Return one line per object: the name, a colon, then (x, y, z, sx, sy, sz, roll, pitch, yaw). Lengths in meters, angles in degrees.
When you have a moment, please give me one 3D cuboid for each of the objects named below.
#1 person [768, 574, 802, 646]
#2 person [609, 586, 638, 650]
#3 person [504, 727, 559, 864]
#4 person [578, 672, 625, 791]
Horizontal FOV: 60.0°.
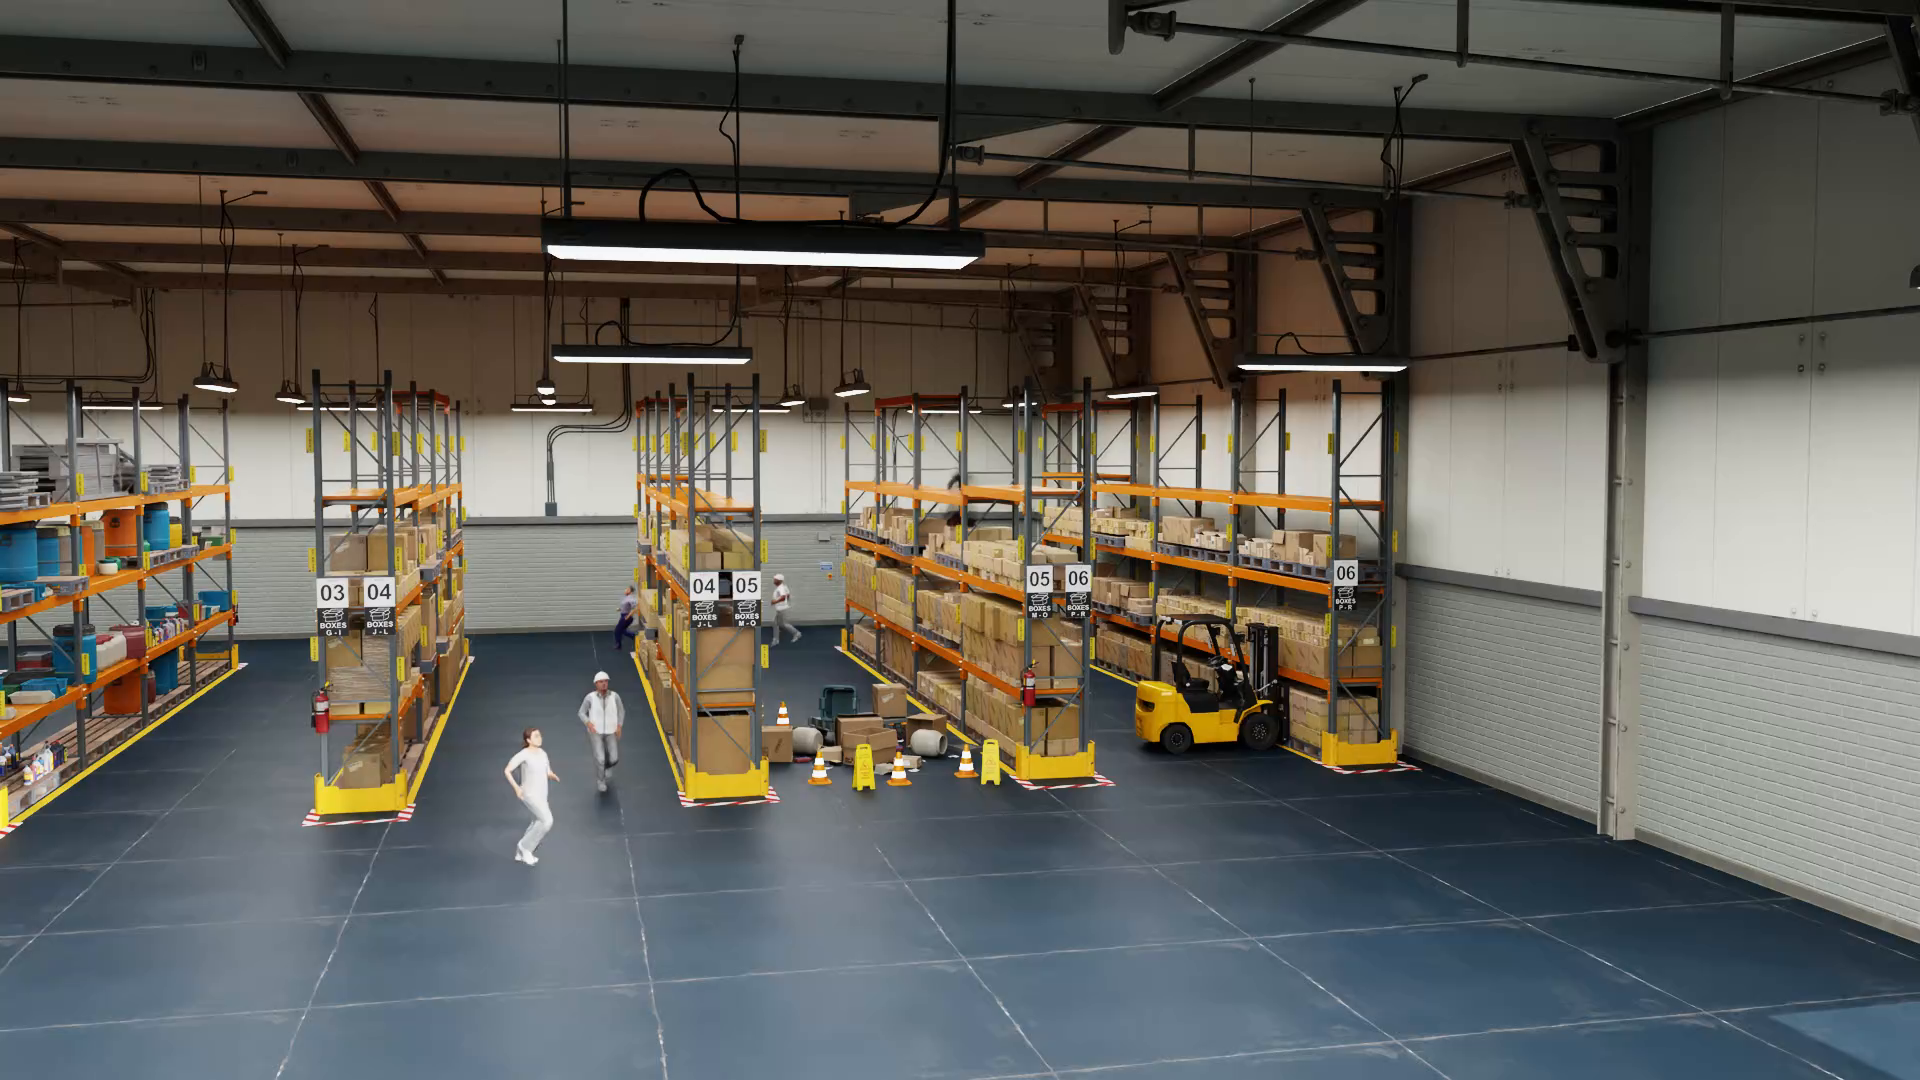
person: (-4.354, 1.744, 41.223, 0.849, 1.803, 0.696, 0, 3, -8)
person: (-8.096, 1.890, 40.237, 0.756, 1.574, 0.676, -1, 3, -16)
person: (-5.024, 3.030, 19.696, 0.628, 1.635, 0.546, 1, 4, 22)
person: (-5.173, 2.756, 24.032, 0.674, 1.717, 0.599, -1, 4, -22)
